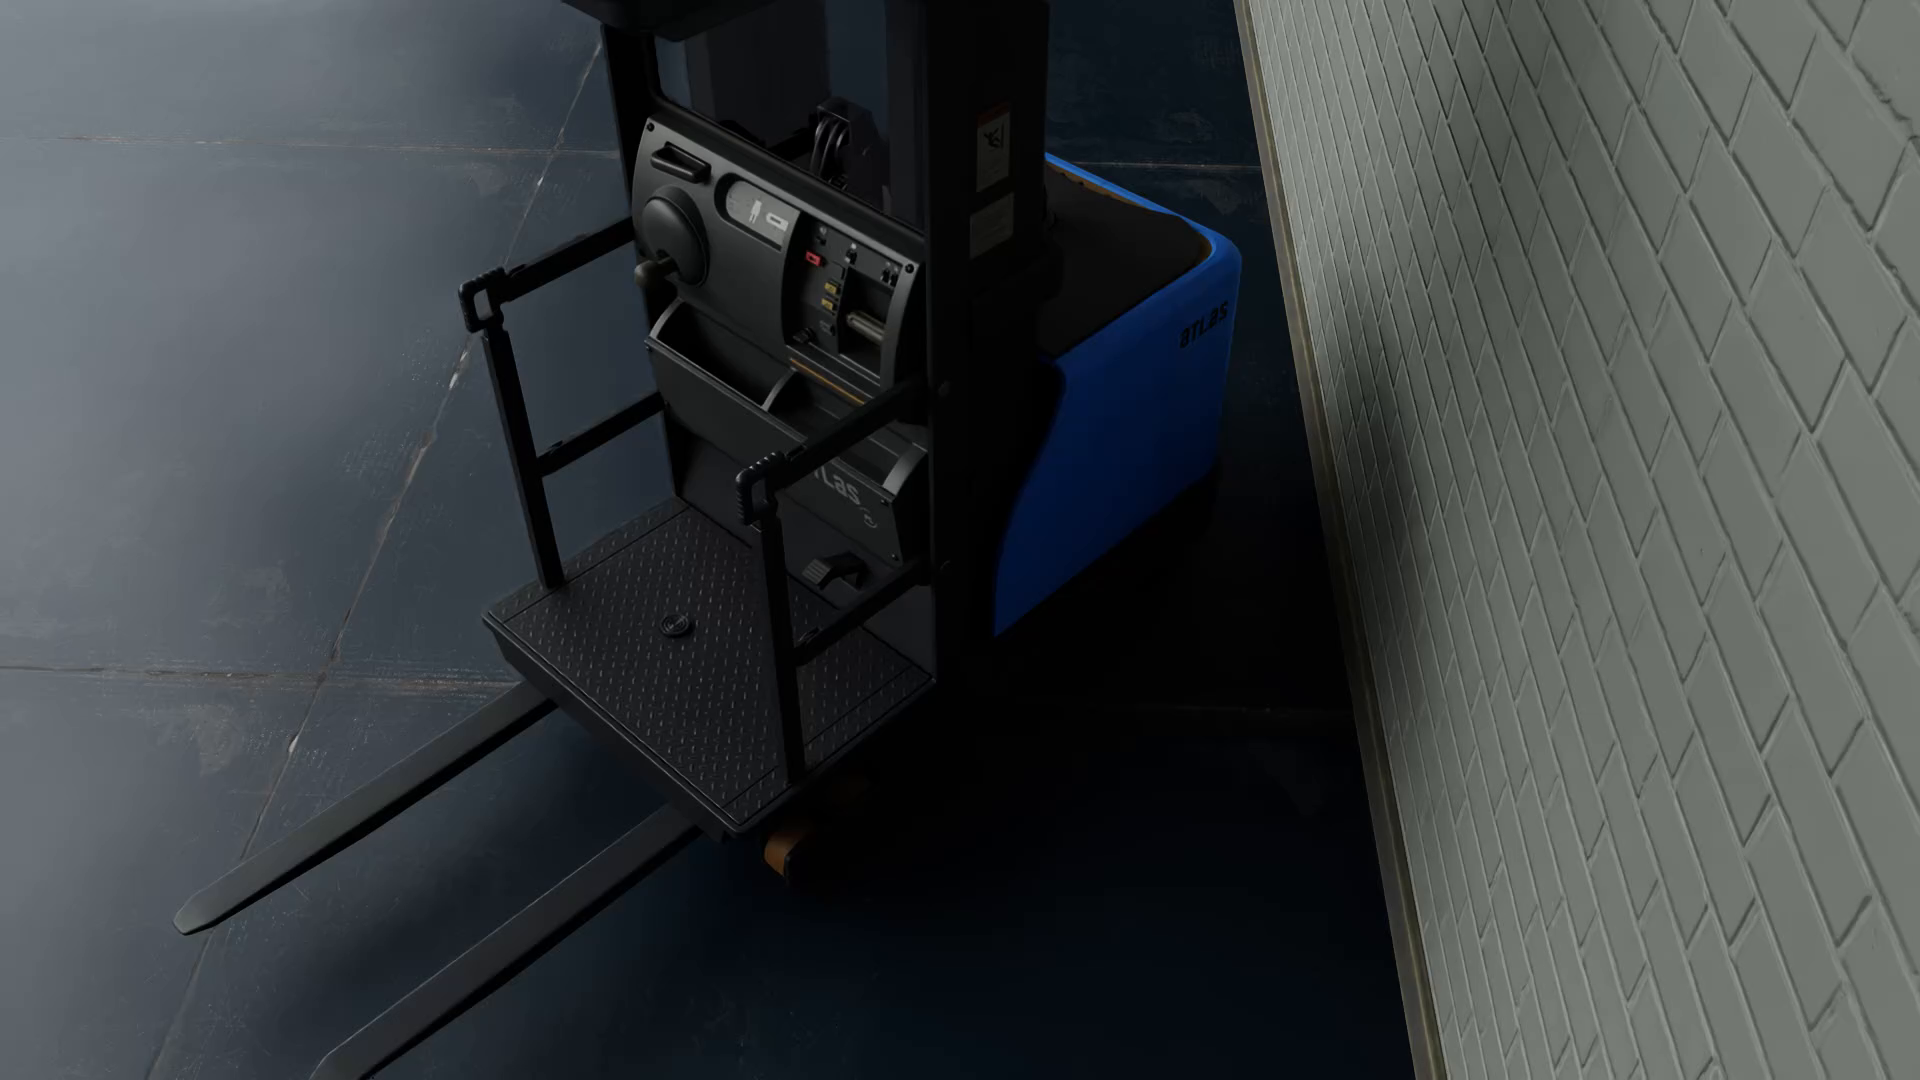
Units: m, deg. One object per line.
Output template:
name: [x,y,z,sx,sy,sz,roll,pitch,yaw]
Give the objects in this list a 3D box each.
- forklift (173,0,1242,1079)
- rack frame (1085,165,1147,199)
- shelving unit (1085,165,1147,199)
forklift: [-0.589,-0.595,3.738,1.130,2.935,3.031,33,52,30]
rack frame: [0.481,-0.783,5.431,0.240,0.900,0.006,33,52,30]
shelving unit: [0.411,-0.733,5.377,0.258,0.900,0.210,33,52,30]
